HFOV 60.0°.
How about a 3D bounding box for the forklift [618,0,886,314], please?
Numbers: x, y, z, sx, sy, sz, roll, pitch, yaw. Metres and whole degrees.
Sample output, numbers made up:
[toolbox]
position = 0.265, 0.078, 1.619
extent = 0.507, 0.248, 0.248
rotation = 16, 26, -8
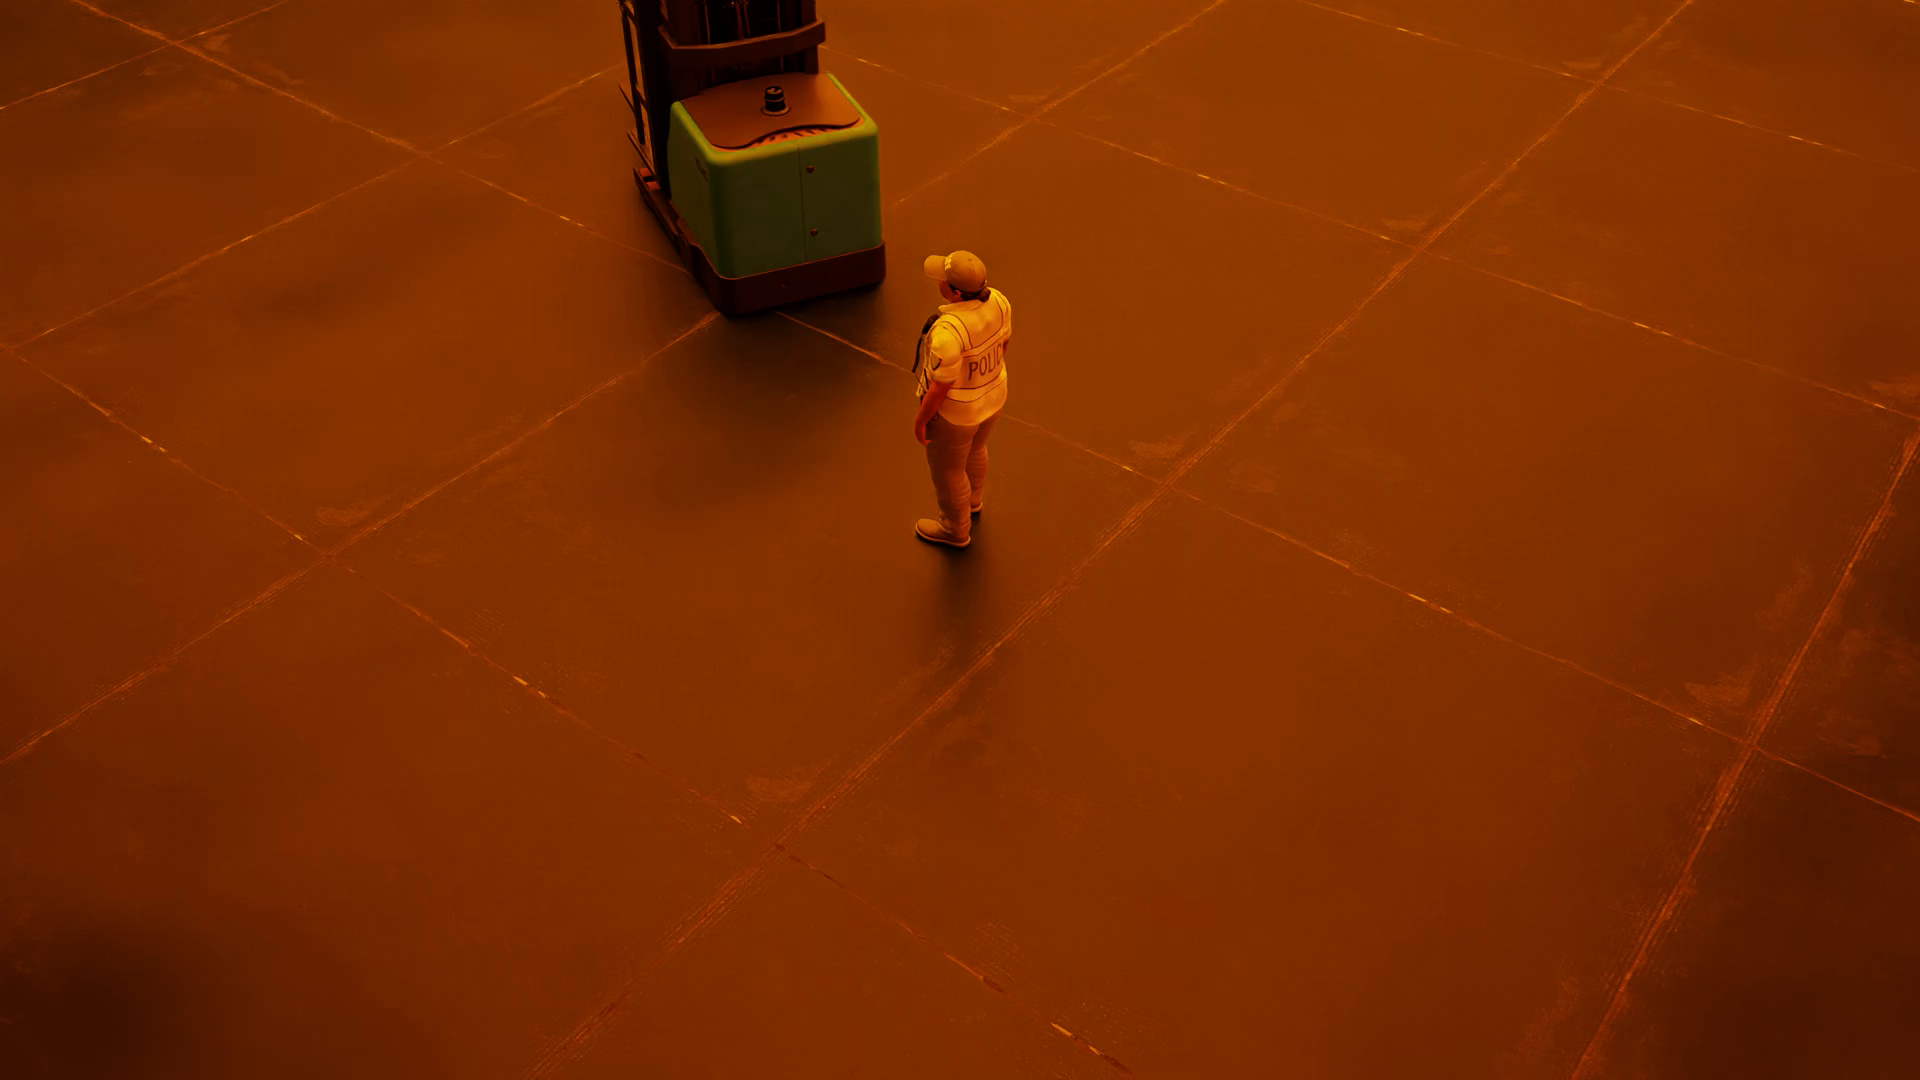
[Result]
[forklift]
position = -1.508, -3.400, 10.062
extent = 1.130, 2.935, 3.031
rotation = -16, 43, -18

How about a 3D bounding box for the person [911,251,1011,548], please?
[person]
position = -0.047, -0.682, 7.837
extent = 0.529, 1.670, 0.599
rotation = 26, 47, 28
